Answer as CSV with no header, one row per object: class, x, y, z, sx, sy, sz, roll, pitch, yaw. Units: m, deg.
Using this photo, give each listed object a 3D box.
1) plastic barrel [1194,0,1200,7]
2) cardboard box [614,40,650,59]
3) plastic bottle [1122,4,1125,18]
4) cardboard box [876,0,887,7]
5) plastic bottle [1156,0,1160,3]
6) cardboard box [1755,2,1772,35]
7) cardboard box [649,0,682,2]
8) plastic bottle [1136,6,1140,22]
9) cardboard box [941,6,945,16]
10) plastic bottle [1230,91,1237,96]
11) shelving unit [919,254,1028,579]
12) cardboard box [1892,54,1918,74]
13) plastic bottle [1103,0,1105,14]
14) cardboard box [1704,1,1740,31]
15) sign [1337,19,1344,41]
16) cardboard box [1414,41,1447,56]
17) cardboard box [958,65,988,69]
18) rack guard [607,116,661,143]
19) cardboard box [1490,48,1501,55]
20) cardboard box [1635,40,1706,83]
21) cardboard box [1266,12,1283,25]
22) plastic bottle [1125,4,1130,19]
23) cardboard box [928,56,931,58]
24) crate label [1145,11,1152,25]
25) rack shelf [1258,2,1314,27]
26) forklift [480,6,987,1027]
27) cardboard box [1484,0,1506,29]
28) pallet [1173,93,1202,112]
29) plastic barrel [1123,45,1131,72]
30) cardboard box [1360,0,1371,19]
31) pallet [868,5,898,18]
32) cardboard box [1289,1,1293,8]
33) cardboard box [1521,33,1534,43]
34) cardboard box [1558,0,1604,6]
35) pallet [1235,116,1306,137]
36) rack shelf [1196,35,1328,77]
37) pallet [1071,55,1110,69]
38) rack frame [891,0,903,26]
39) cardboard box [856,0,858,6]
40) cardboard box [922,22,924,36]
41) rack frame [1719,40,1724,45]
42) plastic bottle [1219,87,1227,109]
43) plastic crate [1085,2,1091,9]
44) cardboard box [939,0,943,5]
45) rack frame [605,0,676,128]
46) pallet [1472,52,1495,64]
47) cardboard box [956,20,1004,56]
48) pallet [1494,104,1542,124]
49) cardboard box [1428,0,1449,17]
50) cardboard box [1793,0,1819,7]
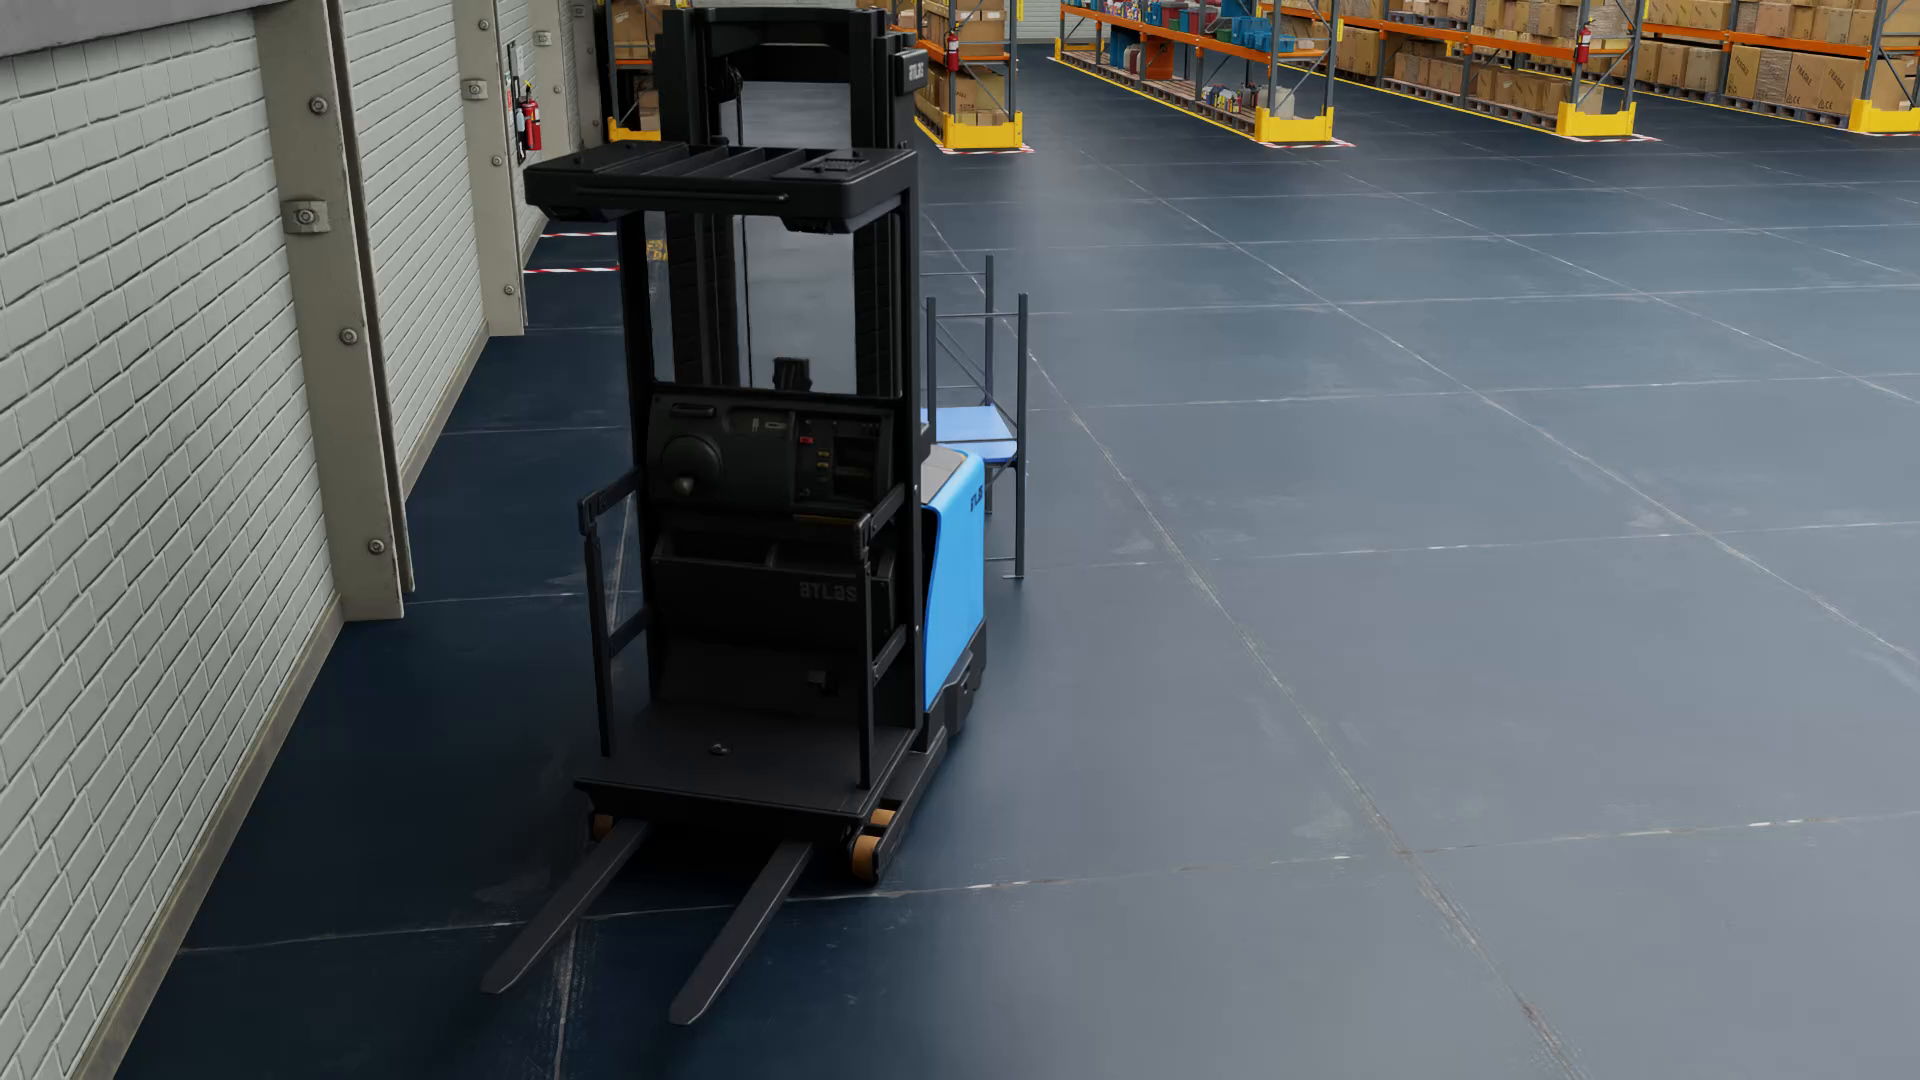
plastic barrel,4.573,-9.809,30.999,0.433,0.535,0.433,0,20,0
cardboard box,-4.825,-7.206,24.409,0.500,0.250,0.500,-3,21,-7
plastic bottle,3.394,-10.954,34.425,0.061,0.283,0.133,-3,21,-8
cardboard box,-1.385,-11.354,34.586,0.700,0.500,0.500,0,20,1
plastic bottle,4.123,-11.063,34.620,0.144,0.351,0.185,-3,21,-8
cardboard box,14.652,-9.218,29.396,0.875,0.550,0.550,-3,21,-8
cardboard box,-4.466,-7.937,25.293,0.500,0.500,0.500,-4,21,-10
plastic bottle,3.571,-10.528,33.284,0.061,0.283,0.133,-3,21,-8
cardboard box,-0.096,-8.288,26.049,0.380,0.149,0.250,-2,21,-6
plastic bottle,4.599,-7.433,28.094,0.152,0.276,0.135,-3,21,-8
shelving unit,0.012,-0.673,8.875,0.538,1.500,1.048,-3,21,-8
cardboard box,17.612,-8.833,31.068,0.500,0.500,0.500,-3,21,-8
plastic bottle,3.139,-11.566,36.064,0.061,0.283,0.133,-3,21,-8
cardboard box,14.146,-9.679,30.700,0.500,0.500,0.500,-3,21,-8
sign,5.783,-7.771,25.339,0.100,0.325,0.005,-3,21,-8
cardboard box,9.199,-9.607,32.523,0.500,0.250,0.500,-1,20,-2
cardboard box,0.179,-7.515,27.307,0.500,0.500,0.500,-3,21,-8
rack guard,-4.576,-5.970,24.487,1.175,0.500,0.348,-3,21,-8
cardboard box,12.789,-11.573,39.388,0.380,0.149,0.250,-3,21,-8
cardboard box,14.037,-9.474,32.911,1.050,0.750,0.750,-3,21,-7
cardboard box,8.004,-12.388,40.533,0.875,0.875,0.875,-3,21,-8
plastic bottle,3.440,-10.844,34.130,0.061,0.283,0.133,-3,21,-8
cardboard box,-0.498,-9.138,31.925,0.500,0.311,0.500,-2,21,-6
crate label,3.775,-10.141,32.321,0.303,0.233,0.416,-3,21,-8
rack shelf,8.121,-12.375,39.090,1.077,0.370,4.000,-3,21,-8
forklift,-0.741,-0.300,5.830,1.130,2.935,3.031,5,21,13
cardboard box,9.604,-9.102,28.730,0.875,0.500,0.500,-3,21,-8
pallet,4.510,-7.963,30.235,1.003,0.211,1.213,-3,21,-8
plastic barrel,3.665,-10.166,35.104,0.421,0.512,0.421,0,20,0
cardboard box,8.604,-11.012,34.271,0.500,0.500,0.500,-3,21,-8
pallet,-1.387,-11.149,35.053,1.003,0.211,1.213,-3,21,-8
cardboard box,7.856,-12.436,38.583,0.380,0.149,0.250,-3,21,-9
cardboard box,9.574,-8.349,27.642,0.380,0.149,0.250,-3,21,-8
cardboard box,9.816,-8.697,26.218,0.500,0.500,0.500,-3,21,-8
pallet,5.069,-6.614,26.623,1.003,0.211,1.213,-3,21,-8
rack shelf,4.950,-7.970,27.297,1.077,0.370,4.000,-3,21,-8
pallet,3.185,-11.139,38.739,1.003,0.211,1.213,-3,21,-8
rack frame,-0.817,-10.136,32.067,1.000,3.000,0.127,-3,21,-8
cardboard box,-2.167,-12.786,39.019,0.500,0.500,0.500,-2,21,-7
cardboard box,-0.549,-8.983,29.173,0.396,0.266,0.258,-3,21,-9
rack frame,18.216,-12.519,38.448,1.000,3.000,0.127,-3,21,-8
plastic bottle,4.456,-7.452,28.038,0.144,0.351,0.185,-3,21,-8
plastic crate,3.081,-12.043,37.480,0.437,0.125,0.590,-3,21,-8
cardboard box,0.047,-8.731,26.309,0.700,0.500,0.500,-3,21,-8
rack frame,-4.565,-7.115,23.979,1.000,3.000,0.127,-3,21,-8
pallet,13.021,-11.582,39.925,1.003,0.211,1.213,-3,21,-8
cardboard box,0.281,-7.575,25.068,0.700,0.500,0.500,-3,21,-8
pallet,9.874,-7.289,28.430,1.003,0.211,1.213,-3,21,-8
cardboard box,9.222,-10.090,31.197,0.797,0.503,0.637,-1,20,-2
cardboard box,14.725,-9.350,28.204,0.875,0.550,0.500,-3,21,-8
